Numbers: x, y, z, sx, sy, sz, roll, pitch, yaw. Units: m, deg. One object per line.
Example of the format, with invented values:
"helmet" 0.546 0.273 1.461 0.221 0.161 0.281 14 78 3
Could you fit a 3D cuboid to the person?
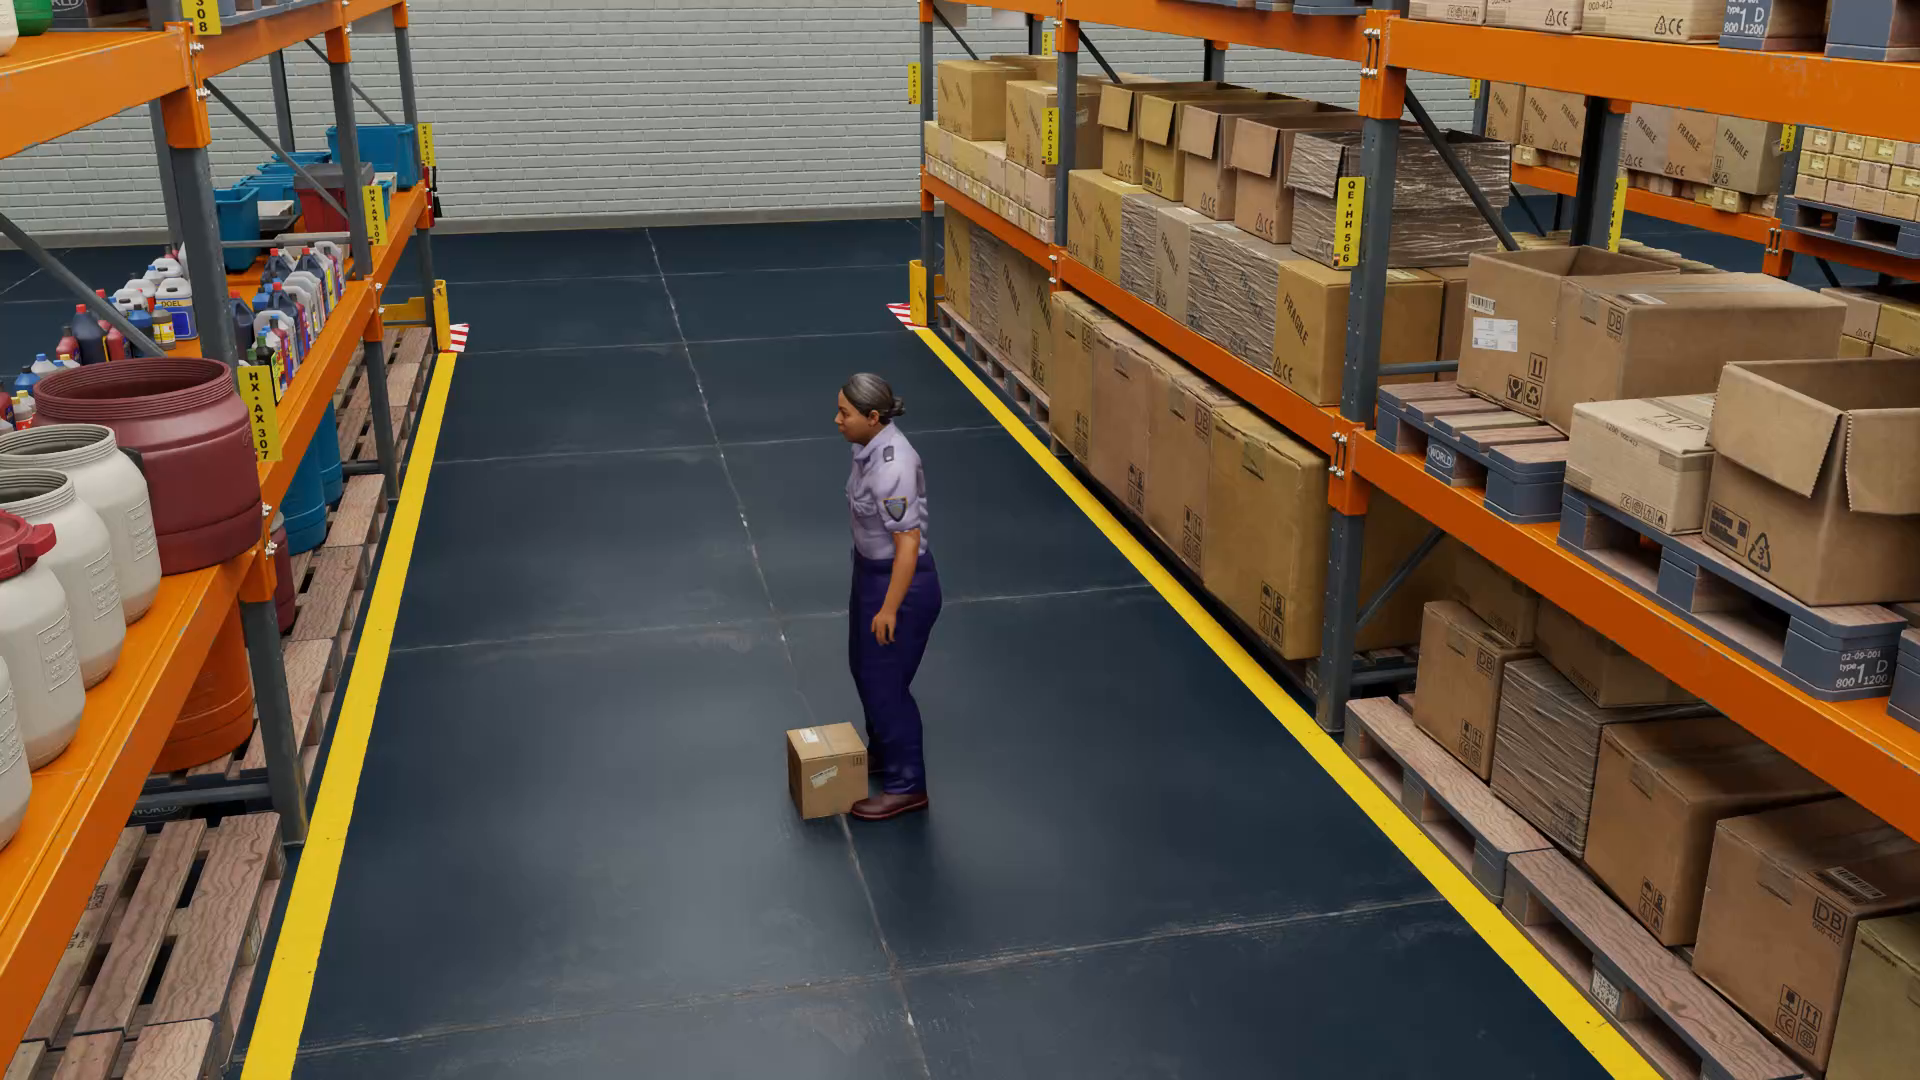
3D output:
"person" -0.270 0.266 6.102 0.369 1.477 0.530 -4 20 -12
